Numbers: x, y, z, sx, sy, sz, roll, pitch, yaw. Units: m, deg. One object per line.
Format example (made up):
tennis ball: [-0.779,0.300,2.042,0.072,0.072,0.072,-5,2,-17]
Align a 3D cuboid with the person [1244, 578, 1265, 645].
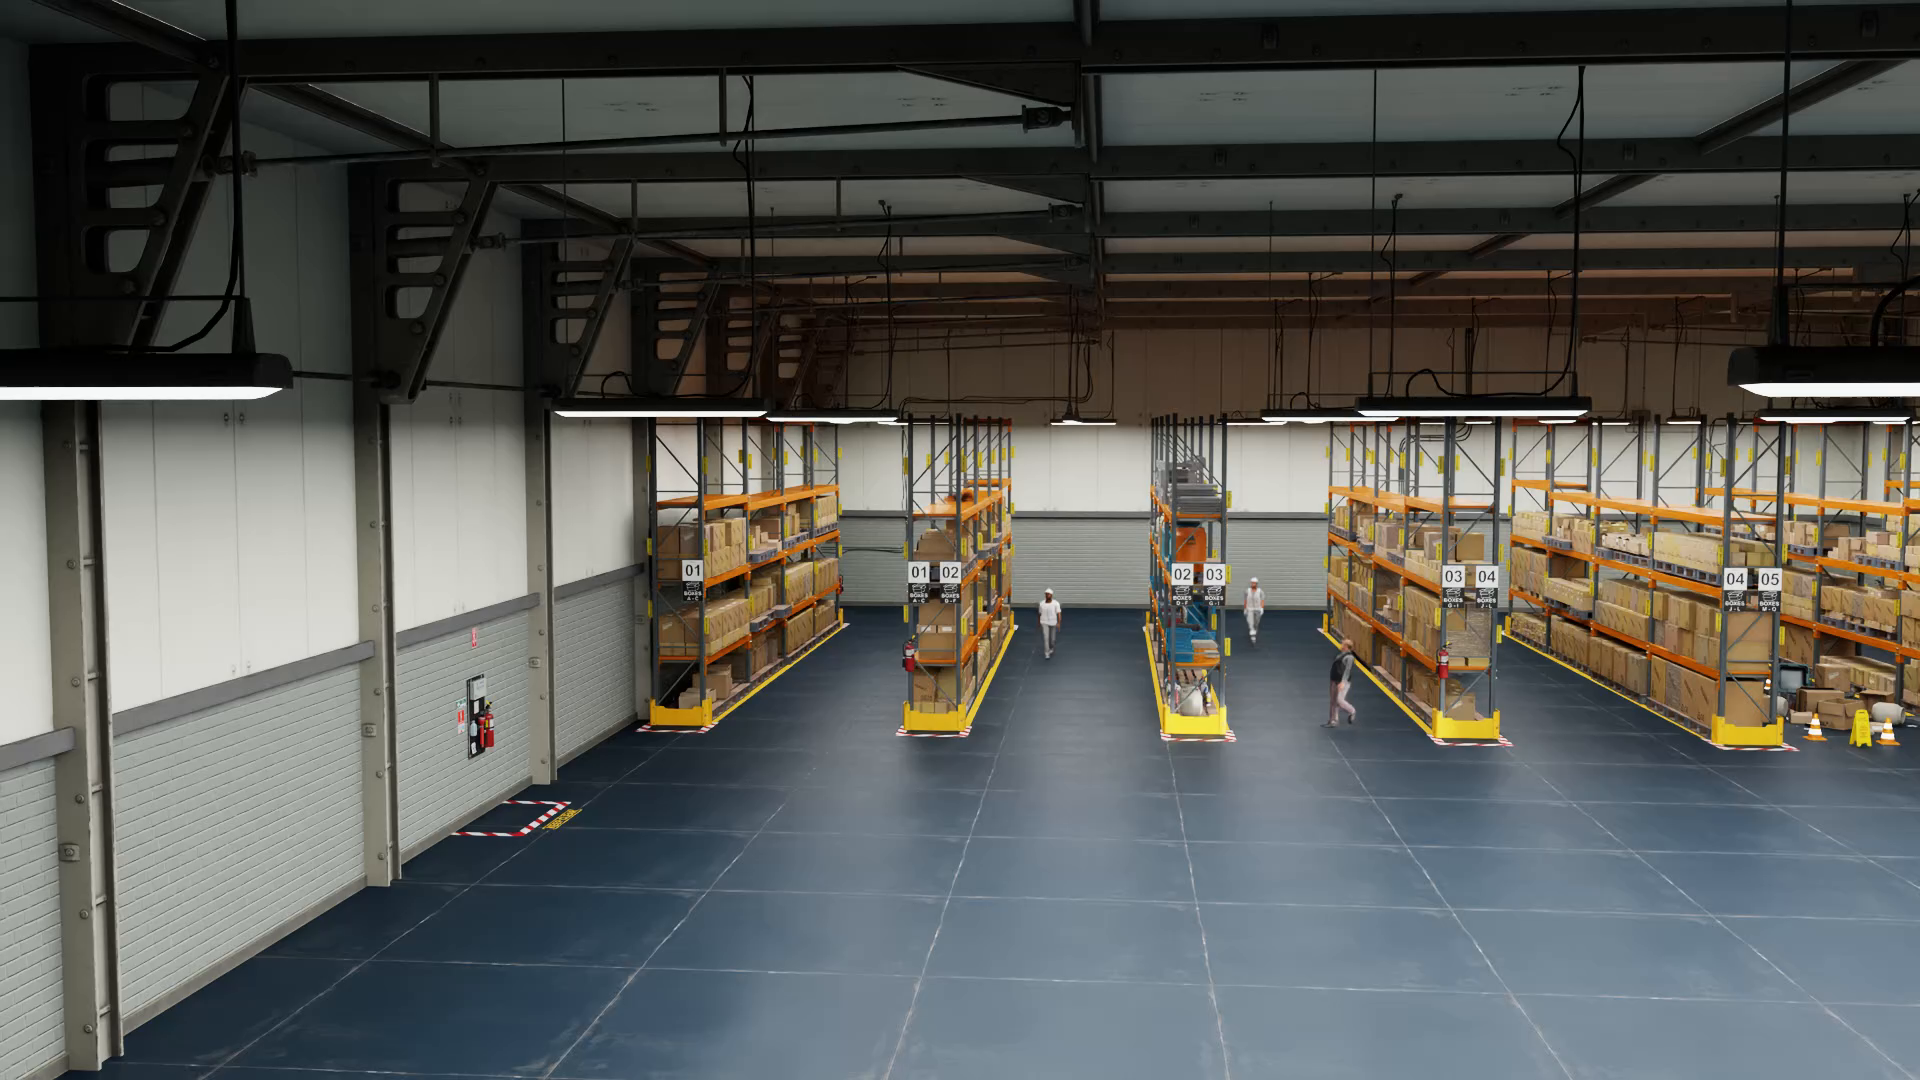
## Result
person: [7.811,1.871,43.972,0.513,1.732,1.055,0,4,-2]

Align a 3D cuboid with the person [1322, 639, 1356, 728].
person: [7.235,2.745,31.824,0.624,1.689,0.564,-2,4,-26]

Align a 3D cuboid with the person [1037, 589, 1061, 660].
person: [2.219,2.083,41.332,0.580,1.729,0.975,0,4,-5]

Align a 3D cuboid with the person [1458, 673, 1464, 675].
person: [11.711,2.306,38.664,0.452,1.618,0.947,0,4,7]
